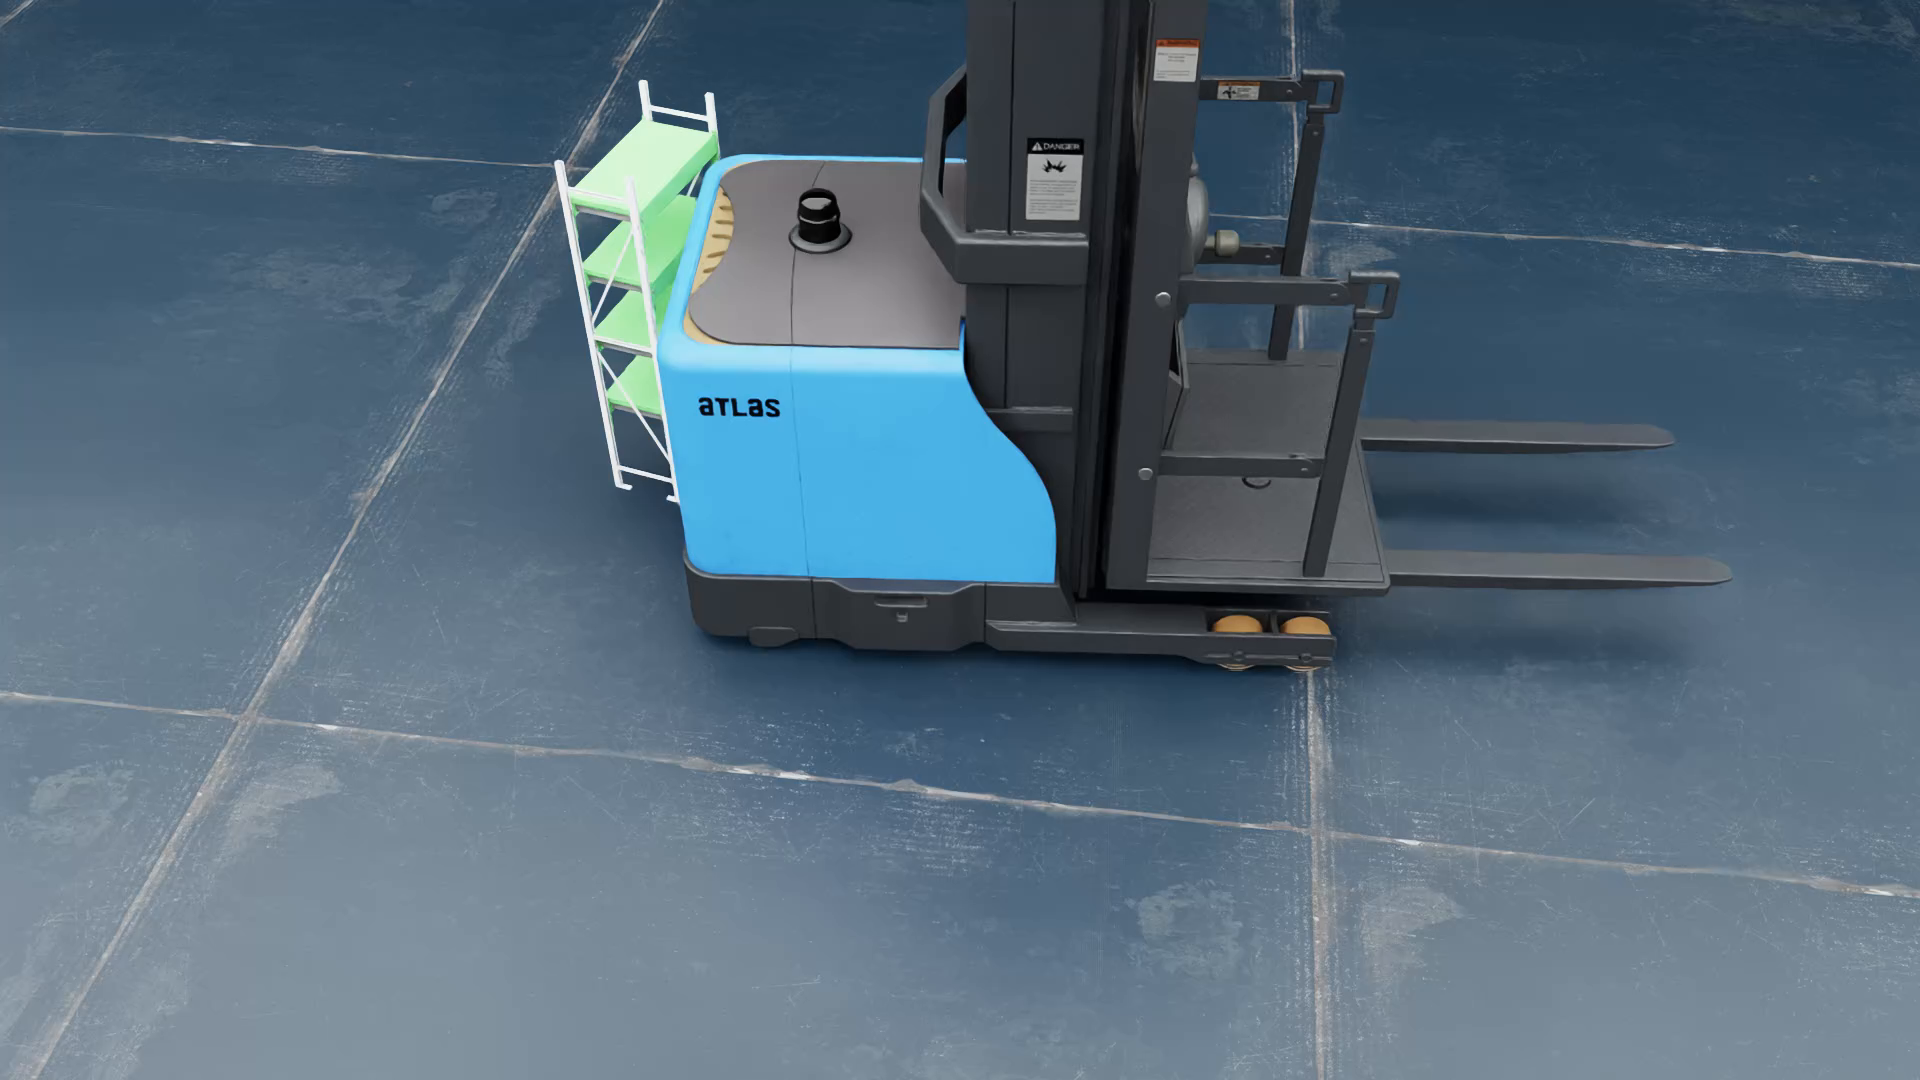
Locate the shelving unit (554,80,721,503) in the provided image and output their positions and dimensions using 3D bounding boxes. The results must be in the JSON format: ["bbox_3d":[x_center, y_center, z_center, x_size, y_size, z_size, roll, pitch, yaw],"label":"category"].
[{"bbox_3d":[-0.925,-0.744,5.163,0.258,1.200,0.503,14,45,15],"label":"shelving unit"}]

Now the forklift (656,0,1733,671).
[{"bbox_3d":[0.736,-1.057,4.235,3.031,2.935,1.130,1,43,2],"label":"forklift"}]

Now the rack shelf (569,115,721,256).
[{"bbox_3d":[-0.925,-1.046,4.877,0.258,0.148,0.480,14,45,15],"label":"rack shelf"}]

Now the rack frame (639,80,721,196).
[{"bbox_3d":[-0.840,-0.901,5.329,0.240,1.200,0.015,14,45,15],"label":"rack frame"}]

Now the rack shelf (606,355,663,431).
[{"bbox_3d":[-0.925,-0.523,5.372,0.258,0.148,0.480,14,45,15],"label":"rack shelf"}]

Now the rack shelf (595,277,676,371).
[{"bbox_3d":[-0.925,-0.698,5.207,0.258,0.148,0.480,14,45,15],"label":"rack shelf"}]

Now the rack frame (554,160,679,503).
[{"bbox_3d":[-1.010,-0.587,4.997,0.240,1.200,0.015,14,45,15],"label":"rack frame"}]

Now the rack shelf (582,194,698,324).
[{"bbox_3d":[-0.925,-0.872,5.042,0.258,0.148,0.480,14,45,15],"label":"rack shelf"}]
